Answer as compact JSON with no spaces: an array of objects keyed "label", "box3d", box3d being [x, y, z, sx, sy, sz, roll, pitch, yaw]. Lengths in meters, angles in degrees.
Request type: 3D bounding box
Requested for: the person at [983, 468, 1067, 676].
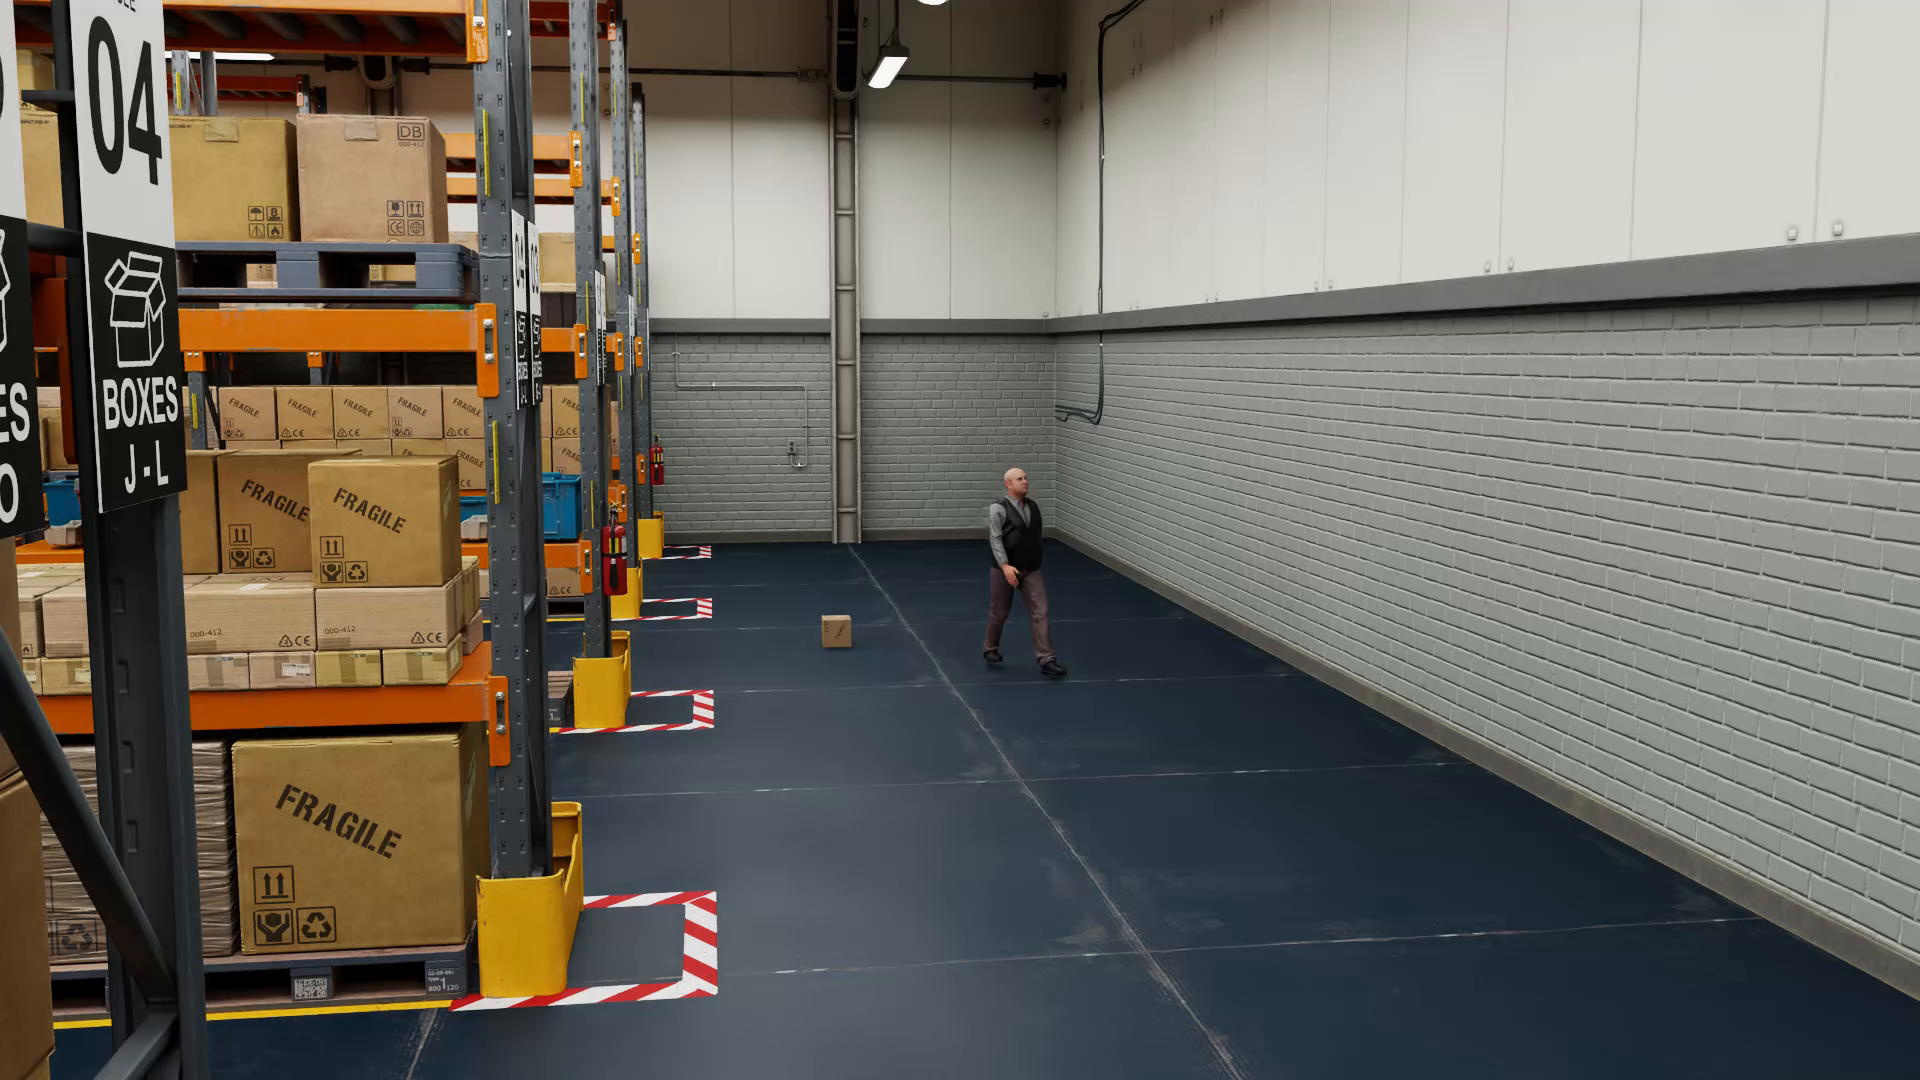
[{"label":"person","box3d":[0.487,0.249,13.607,0.533,1.667,1.040,-3,7,-27]}]
